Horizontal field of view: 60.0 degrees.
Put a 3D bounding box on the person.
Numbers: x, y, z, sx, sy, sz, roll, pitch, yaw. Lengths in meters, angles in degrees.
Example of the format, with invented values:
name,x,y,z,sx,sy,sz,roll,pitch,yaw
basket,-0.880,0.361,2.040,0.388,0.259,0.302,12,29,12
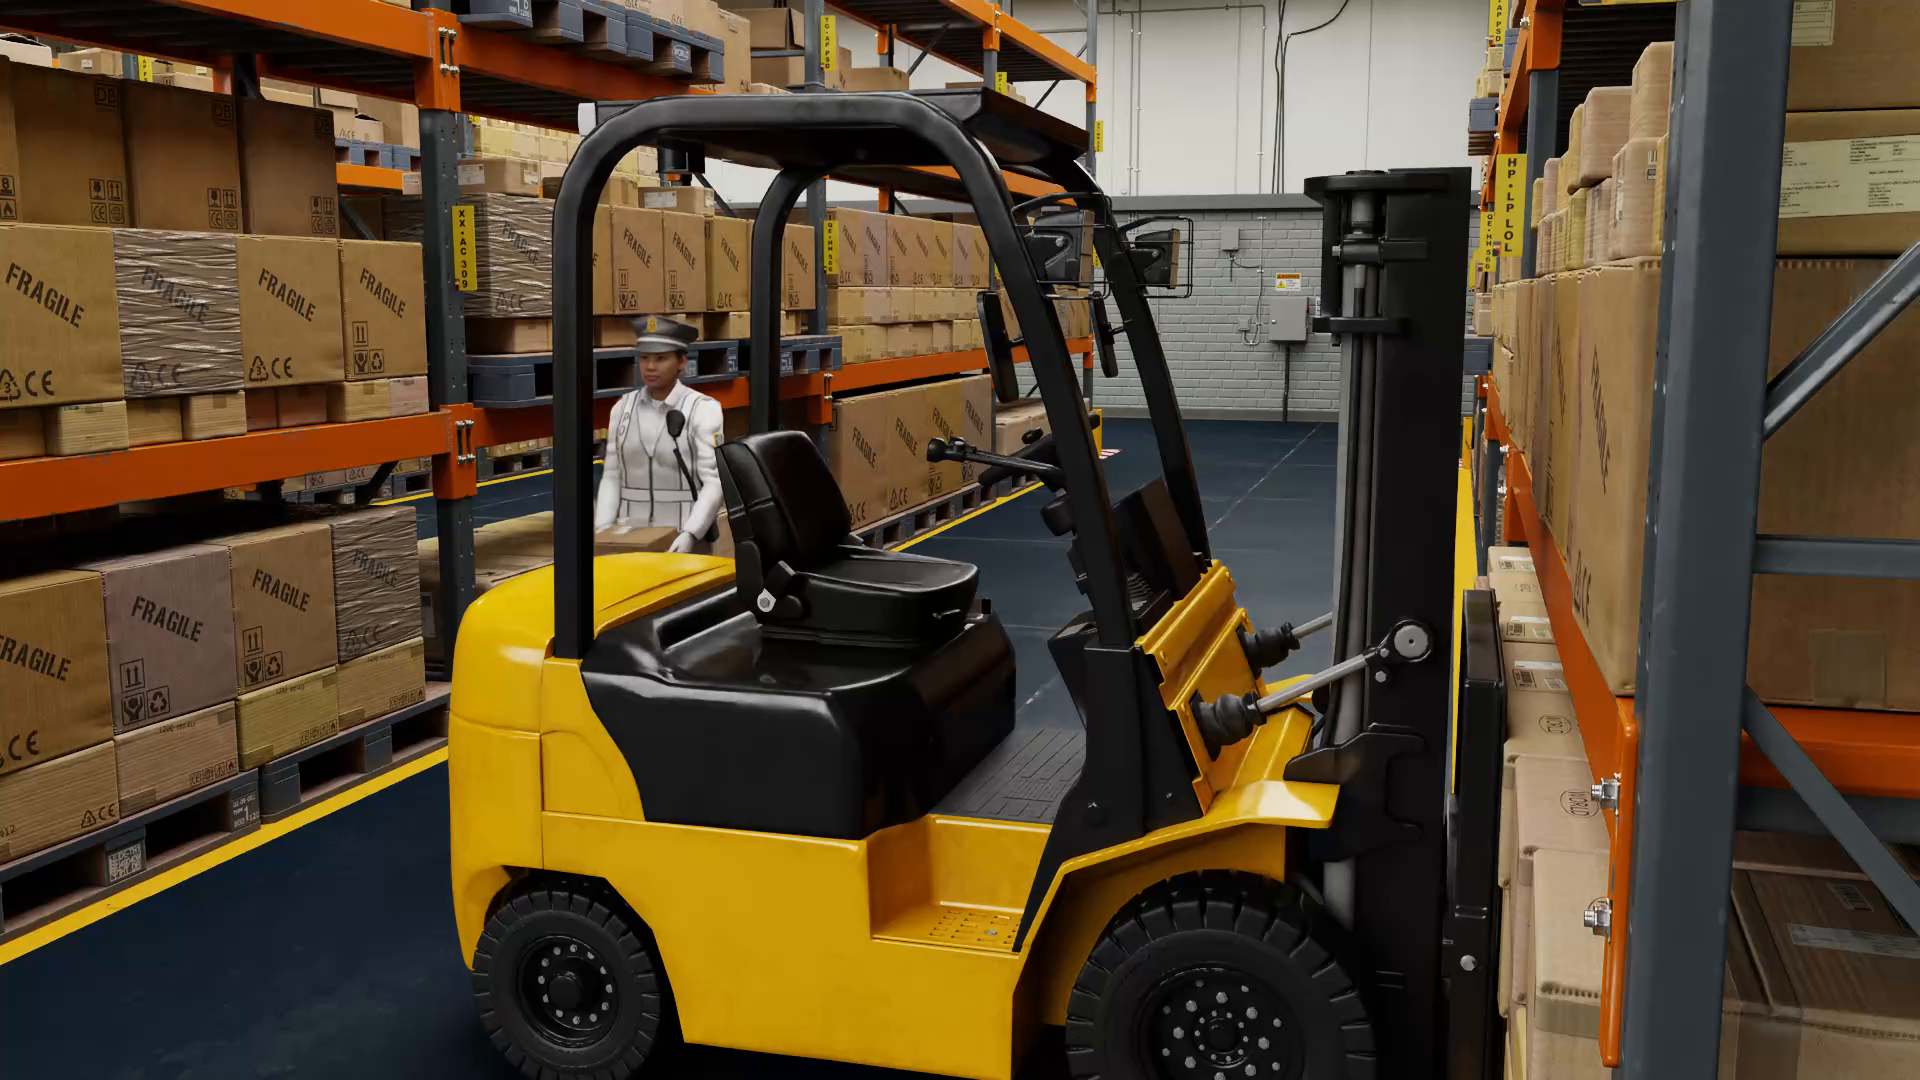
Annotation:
name,x,y,z,sx,sy,sz,roll,pitch,yaw
person,-1.086,0.033,6.030,0.498,1.686,0.425,2,9,15
